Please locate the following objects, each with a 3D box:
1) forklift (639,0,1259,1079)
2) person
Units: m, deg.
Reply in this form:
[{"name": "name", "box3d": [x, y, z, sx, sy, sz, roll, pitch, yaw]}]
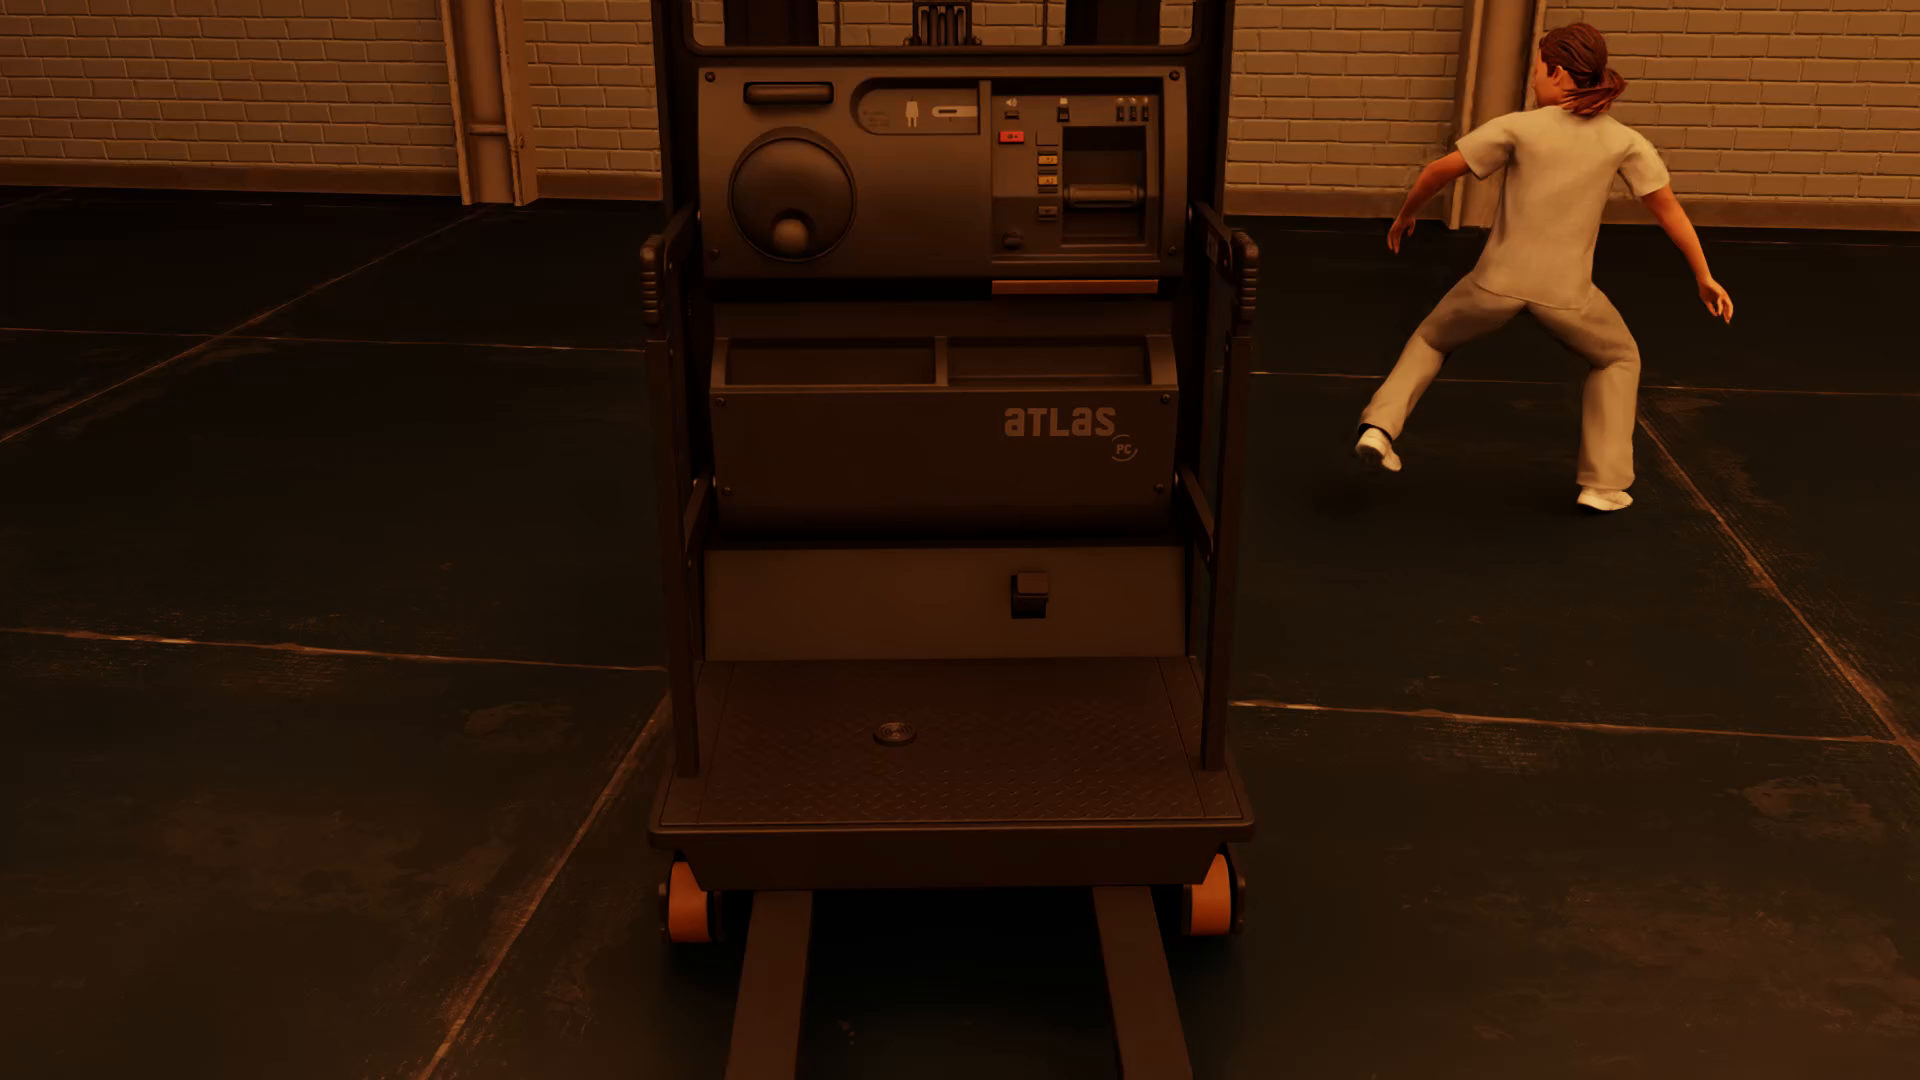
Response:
[{"name": "forklift", "box3d": [-0.025, -0.694, 2.977, 1.130, 2.935, 3.031, -1, 22, -1]}, {"name": "person", "box3d": [1.836, -0.796, 5.198, 1.059, 1.566, 0.507, 7, 23, 17]}]
